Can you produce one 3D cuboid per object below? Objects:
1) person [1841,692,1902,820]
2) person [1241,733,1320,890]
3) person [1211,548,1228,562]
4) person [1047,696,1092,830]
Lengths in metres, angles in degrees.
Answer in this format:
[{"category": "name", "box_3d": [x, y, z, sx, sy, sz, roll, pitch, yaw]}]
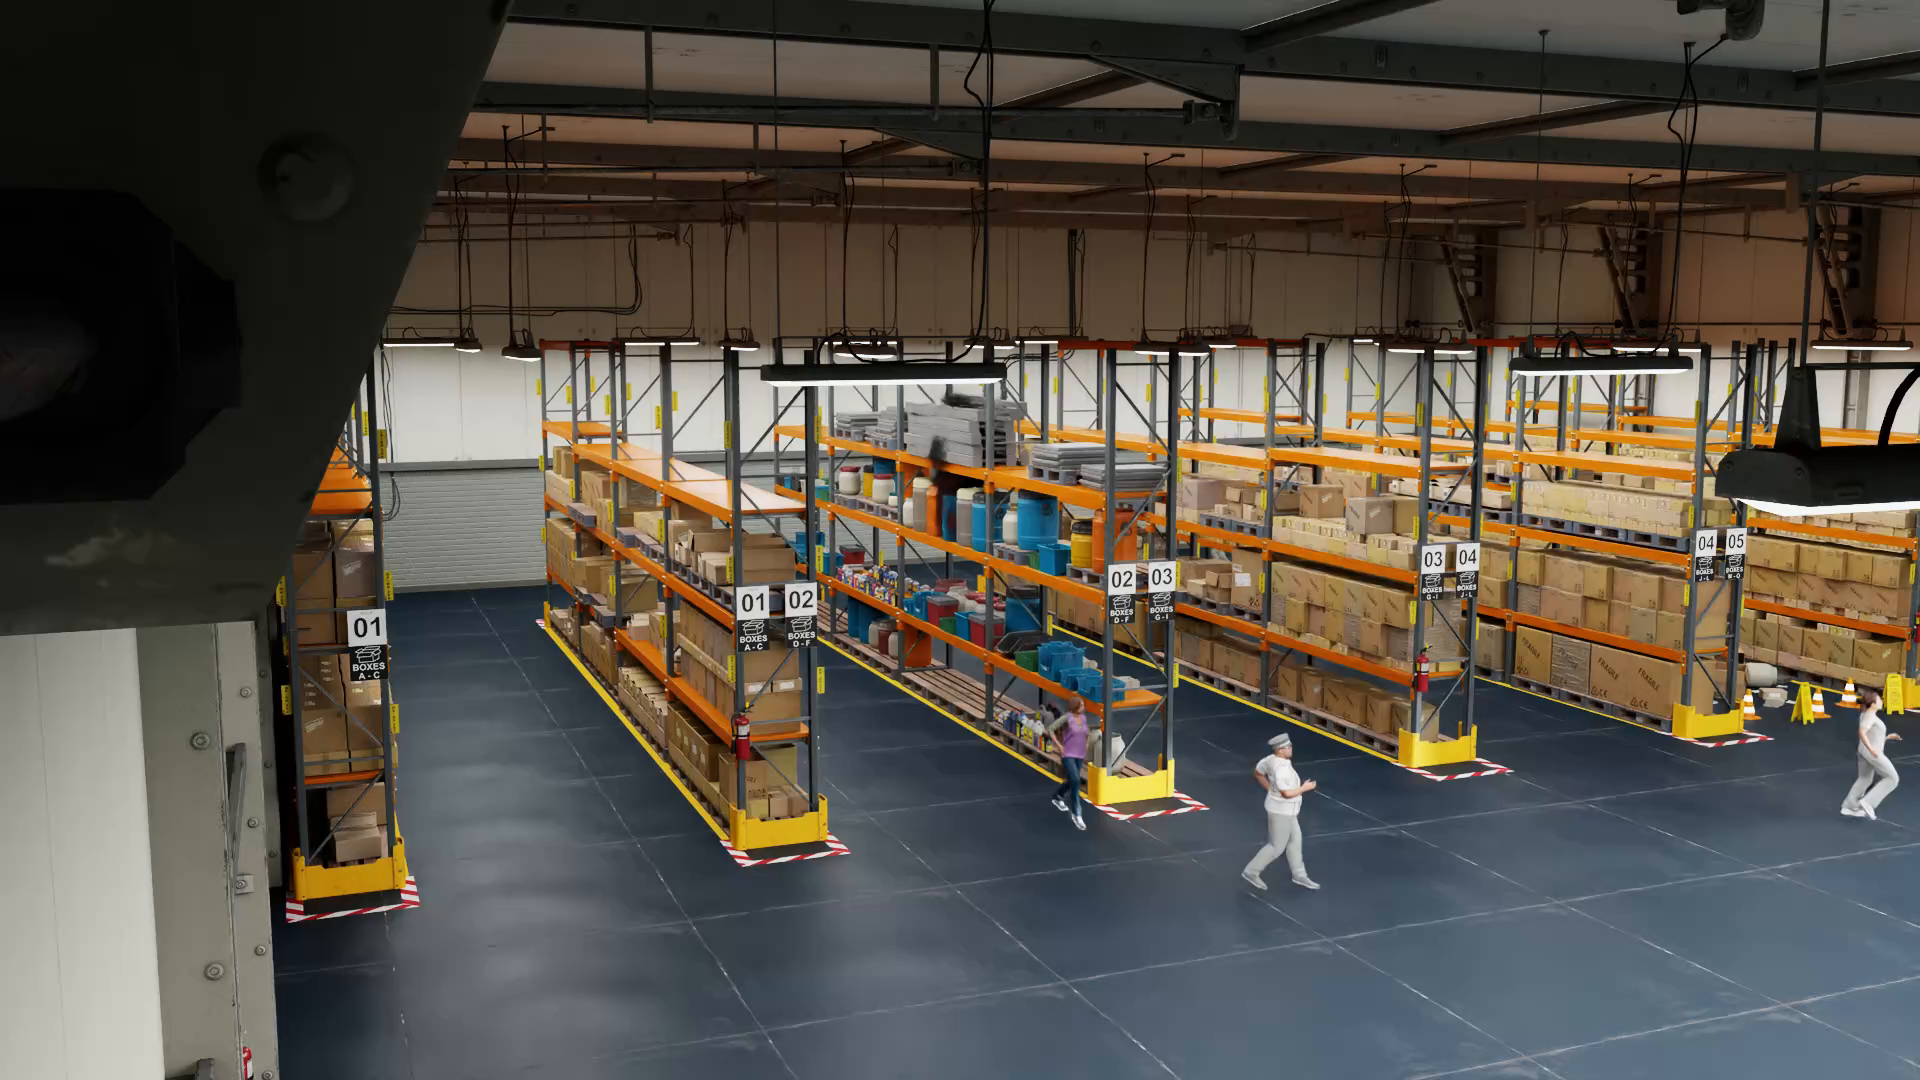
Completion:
[{"category": "person", "box_3d": [11.651, 2.747, 21.220, 0.653, 1.641, 0.538, 1, 8, 10]}, {"category": "person", "box_3d": [3.586, 3.029, 18.495, 0.894, 1.800, 0.652, 1, 7, 4]}, {"category": "person", "box_3d": [6.581, 0.021, 42.254, 0.753, 1.730, 0.577, -2, 8, -18]}, {"category": "person", "box_3d": [1.454, 2.787, 21.236, 0.538, 1.612, 0.830, -6, 10, -39]}]
